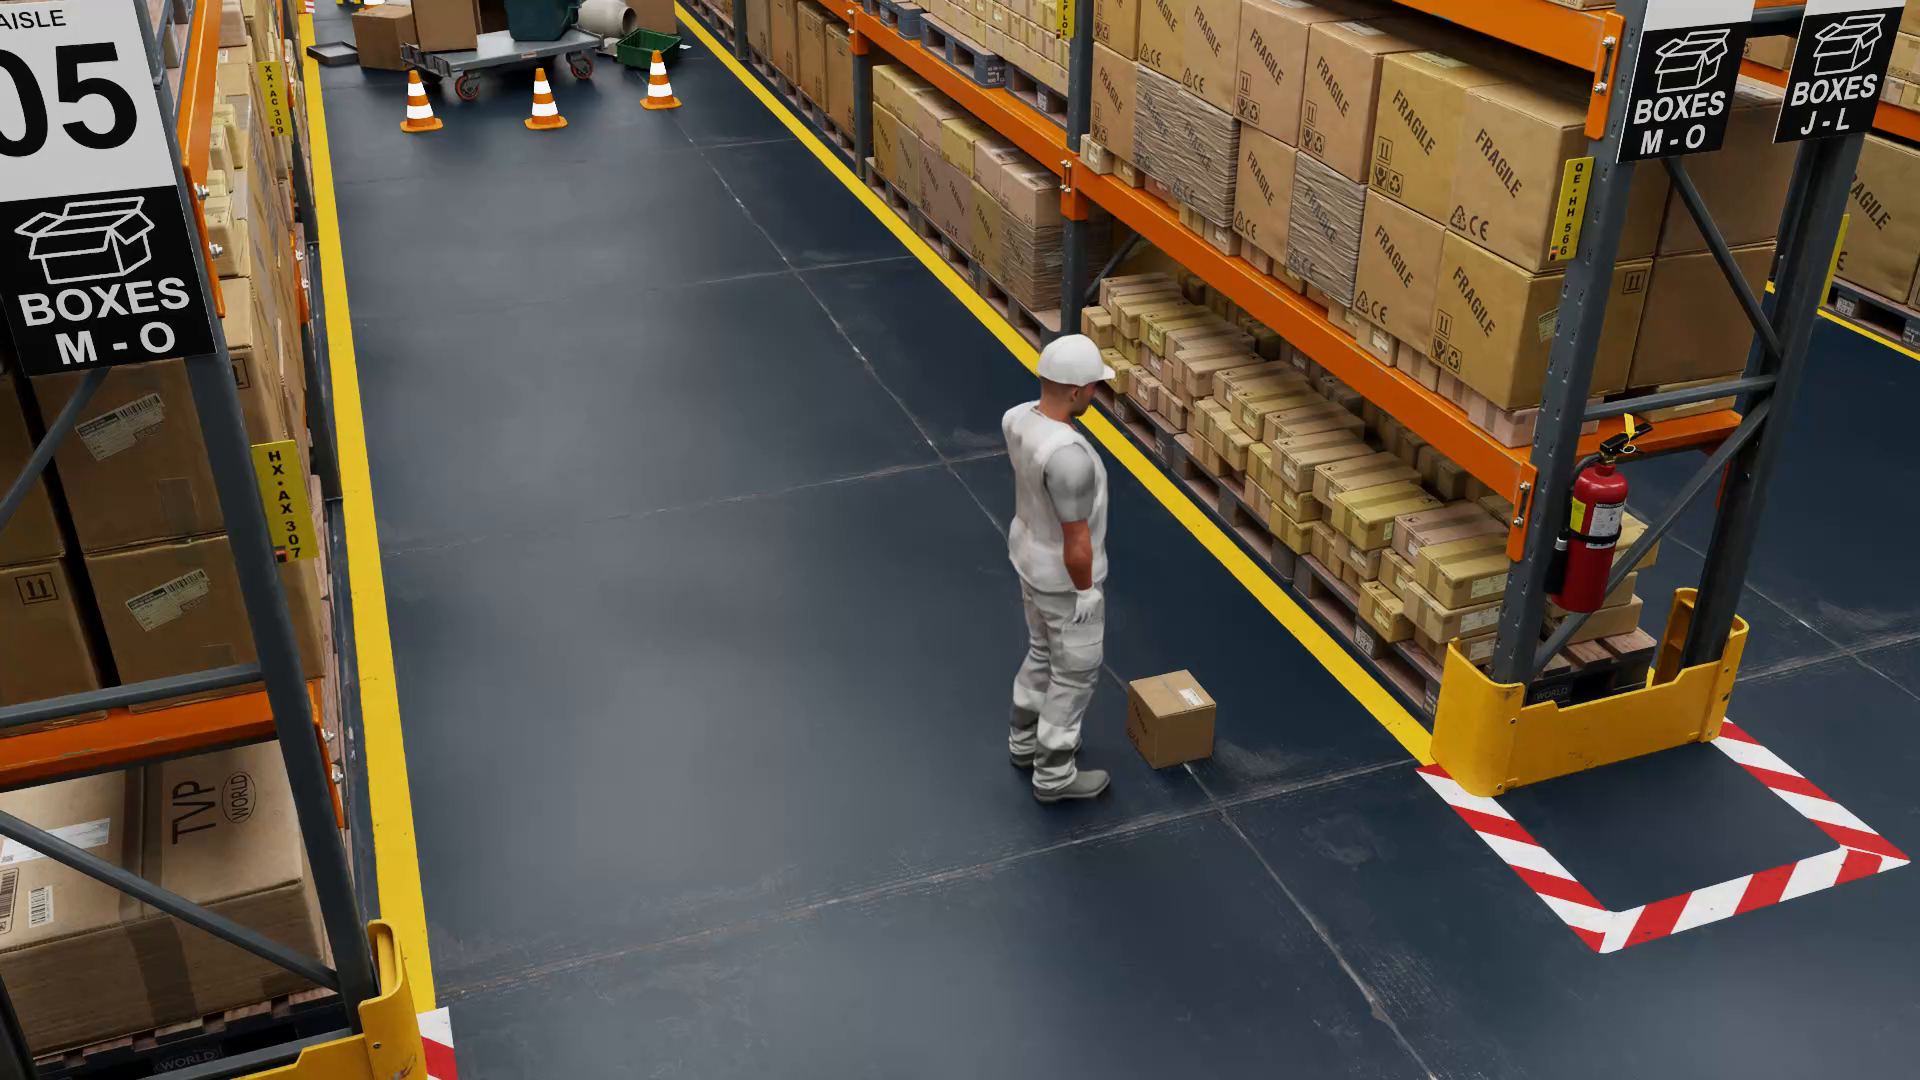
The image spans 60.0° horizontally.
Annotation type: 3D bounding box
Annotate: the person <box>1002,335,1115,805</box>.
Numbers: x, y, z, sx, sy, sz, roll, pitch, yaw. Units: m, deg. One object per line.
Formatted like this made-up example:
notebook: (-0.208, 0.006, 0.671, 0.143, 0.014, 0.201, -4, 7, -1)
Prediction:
person: (0.355, 0.105, 5.928, 0.358, 1.776, 0.528, -10, 31, -17)
